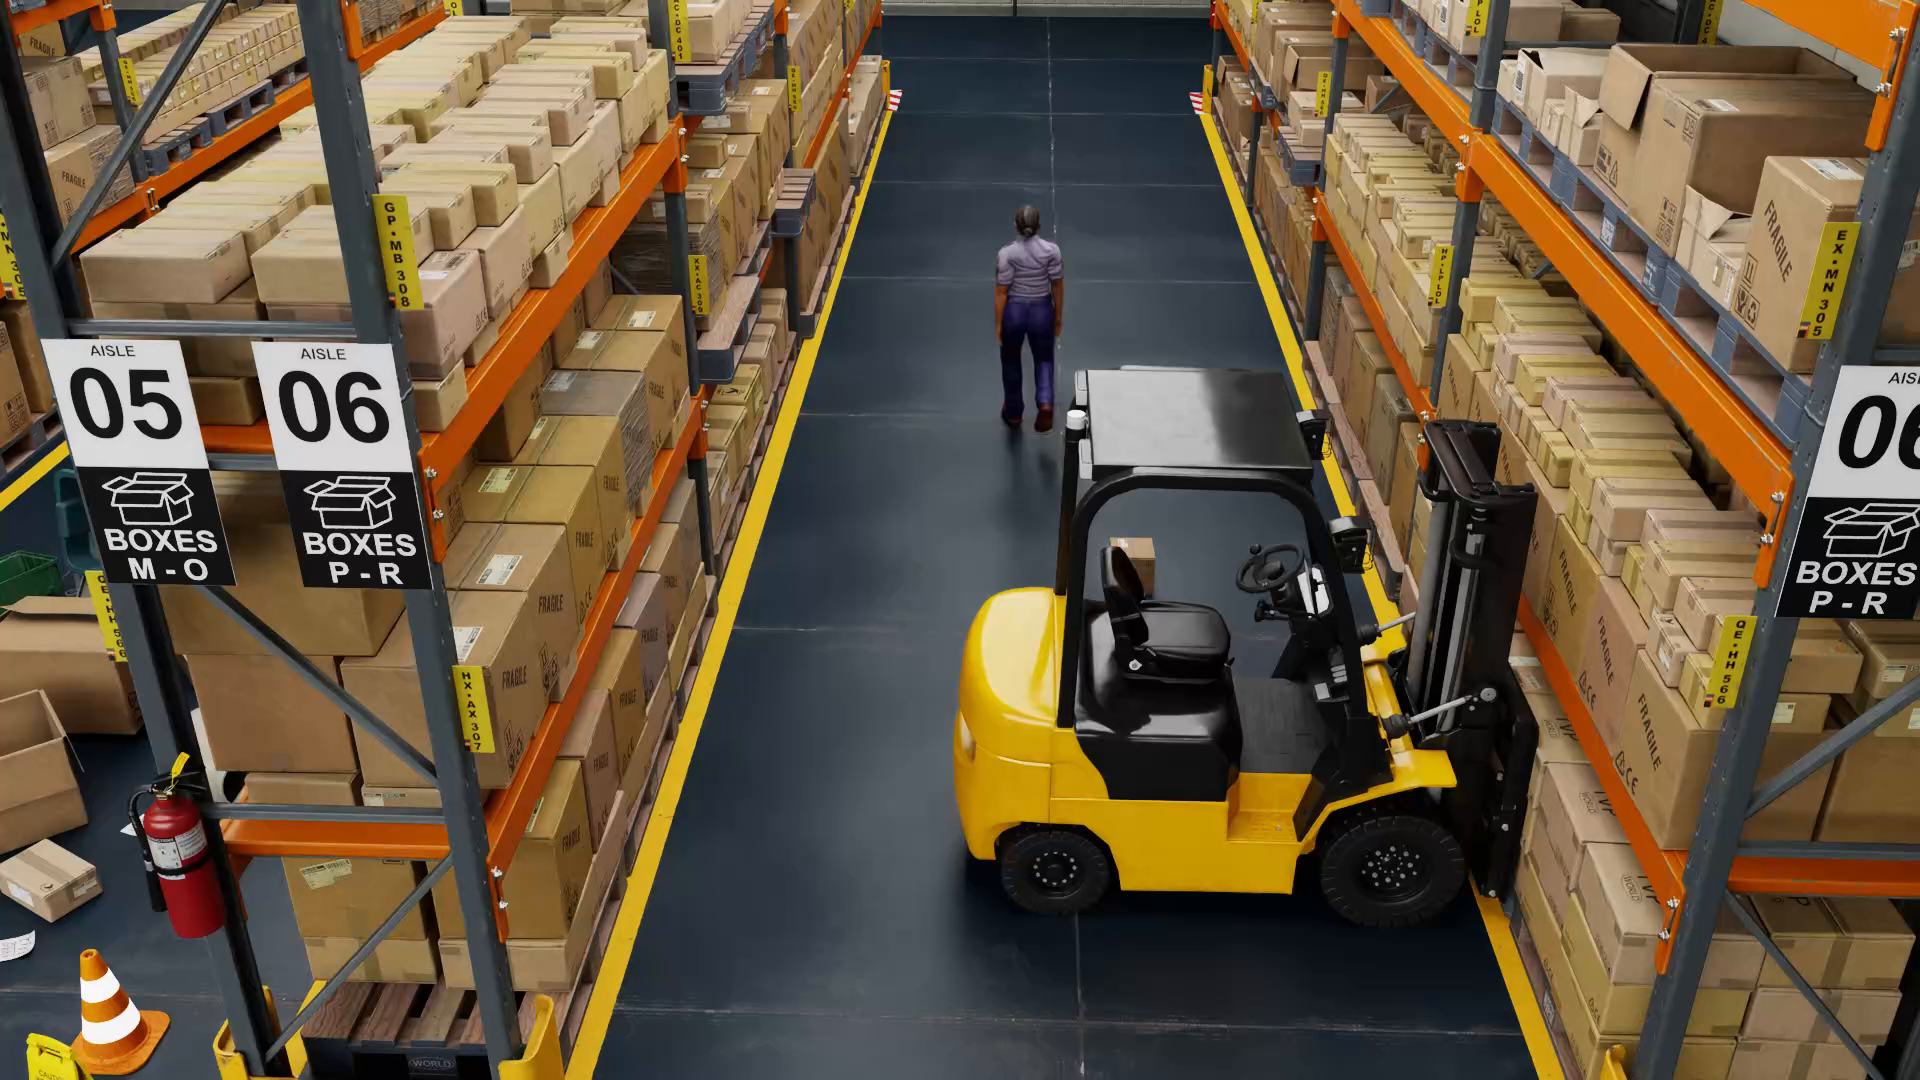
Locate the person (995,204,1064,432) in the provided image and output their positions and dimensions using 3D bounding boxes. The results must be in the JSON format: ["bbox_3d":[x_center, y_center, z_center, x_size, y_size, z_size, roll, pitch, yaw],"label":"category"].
[{"bbox_3d":[0.475,-1.504,11.427,0.487,1.608,0.716,-3,28,-5],"label":"person"}]
